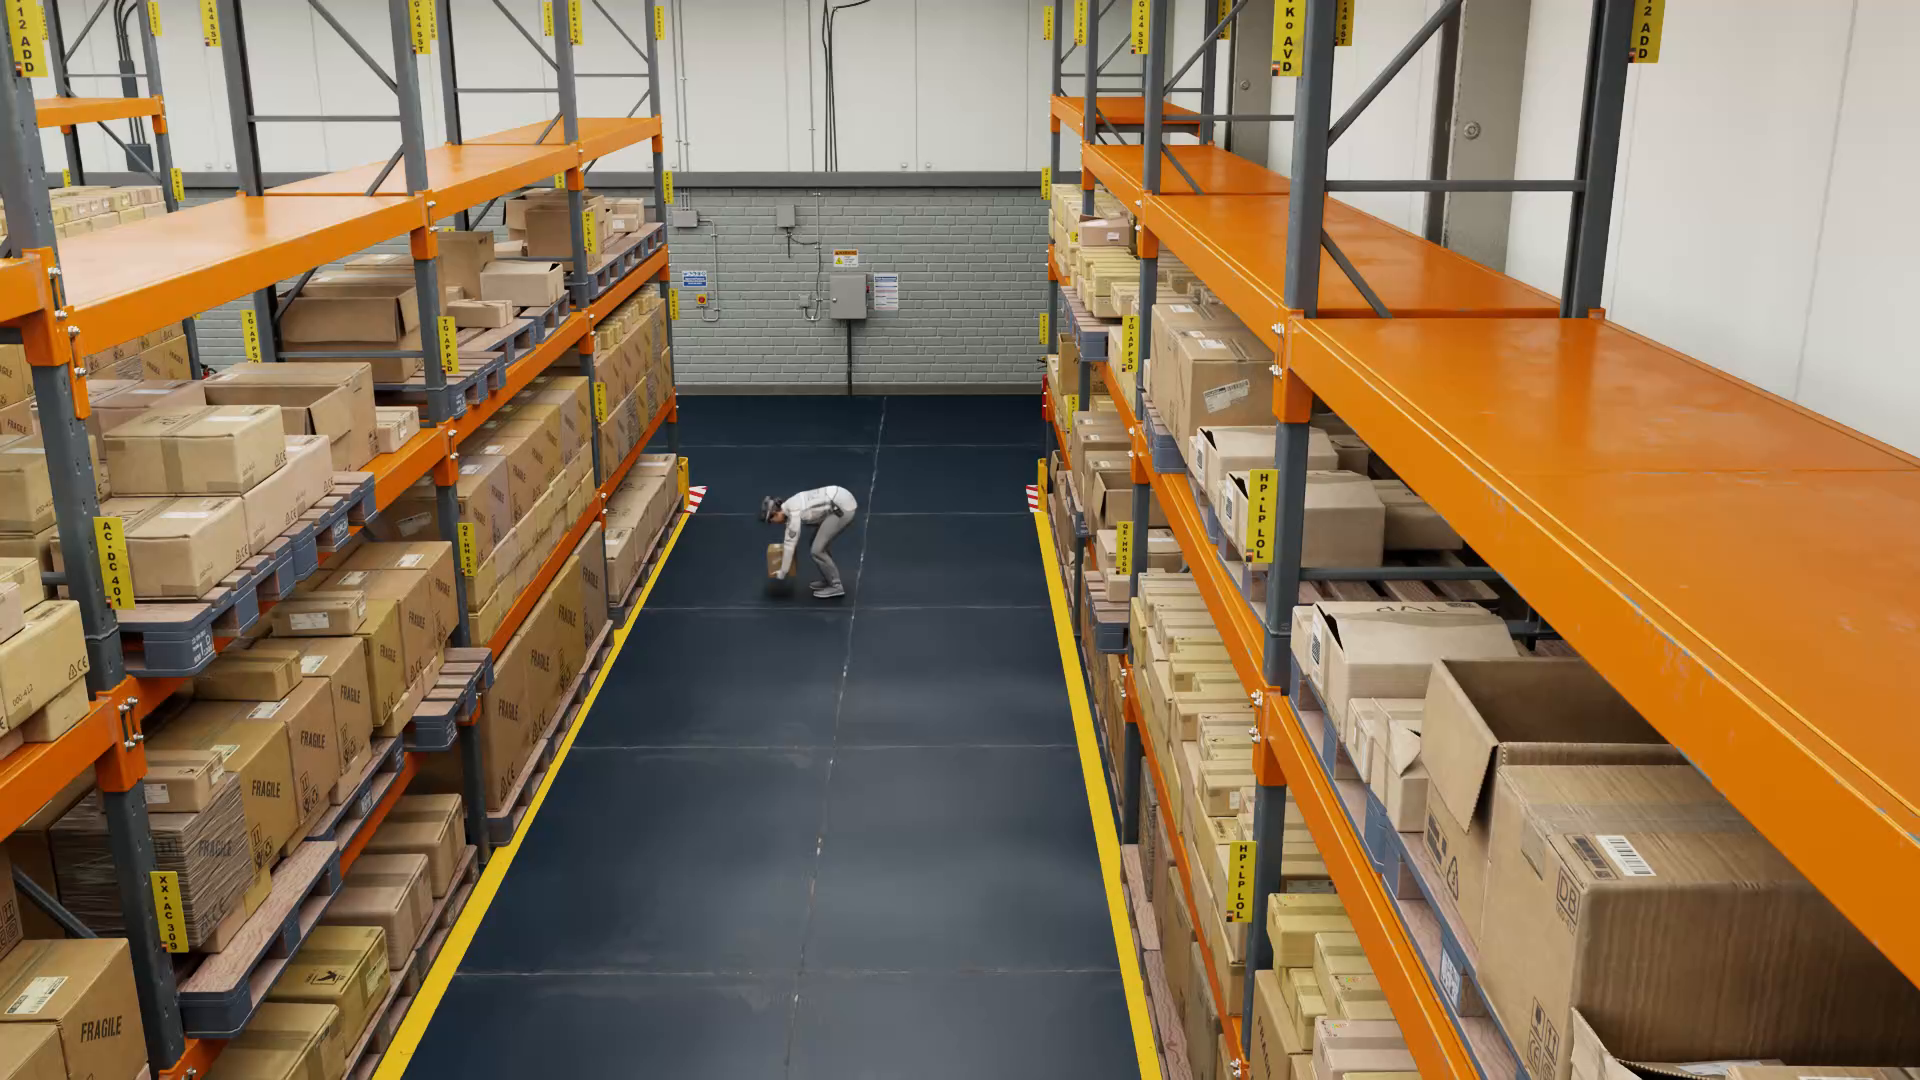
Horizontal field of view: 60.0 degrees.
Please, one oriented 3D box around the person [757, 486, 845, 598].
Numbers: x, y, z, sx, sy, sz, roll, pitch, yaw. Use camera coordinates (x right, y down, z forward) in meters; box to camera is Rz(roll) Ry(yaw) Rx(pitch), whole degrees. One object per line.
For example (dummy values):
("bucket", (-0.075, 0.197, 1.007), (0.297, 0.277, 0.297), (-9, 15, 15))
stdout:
("person", (-1.453, 0.014, 15.162), (0.782, 0.990, 0.378), (-1, 17, -3))
